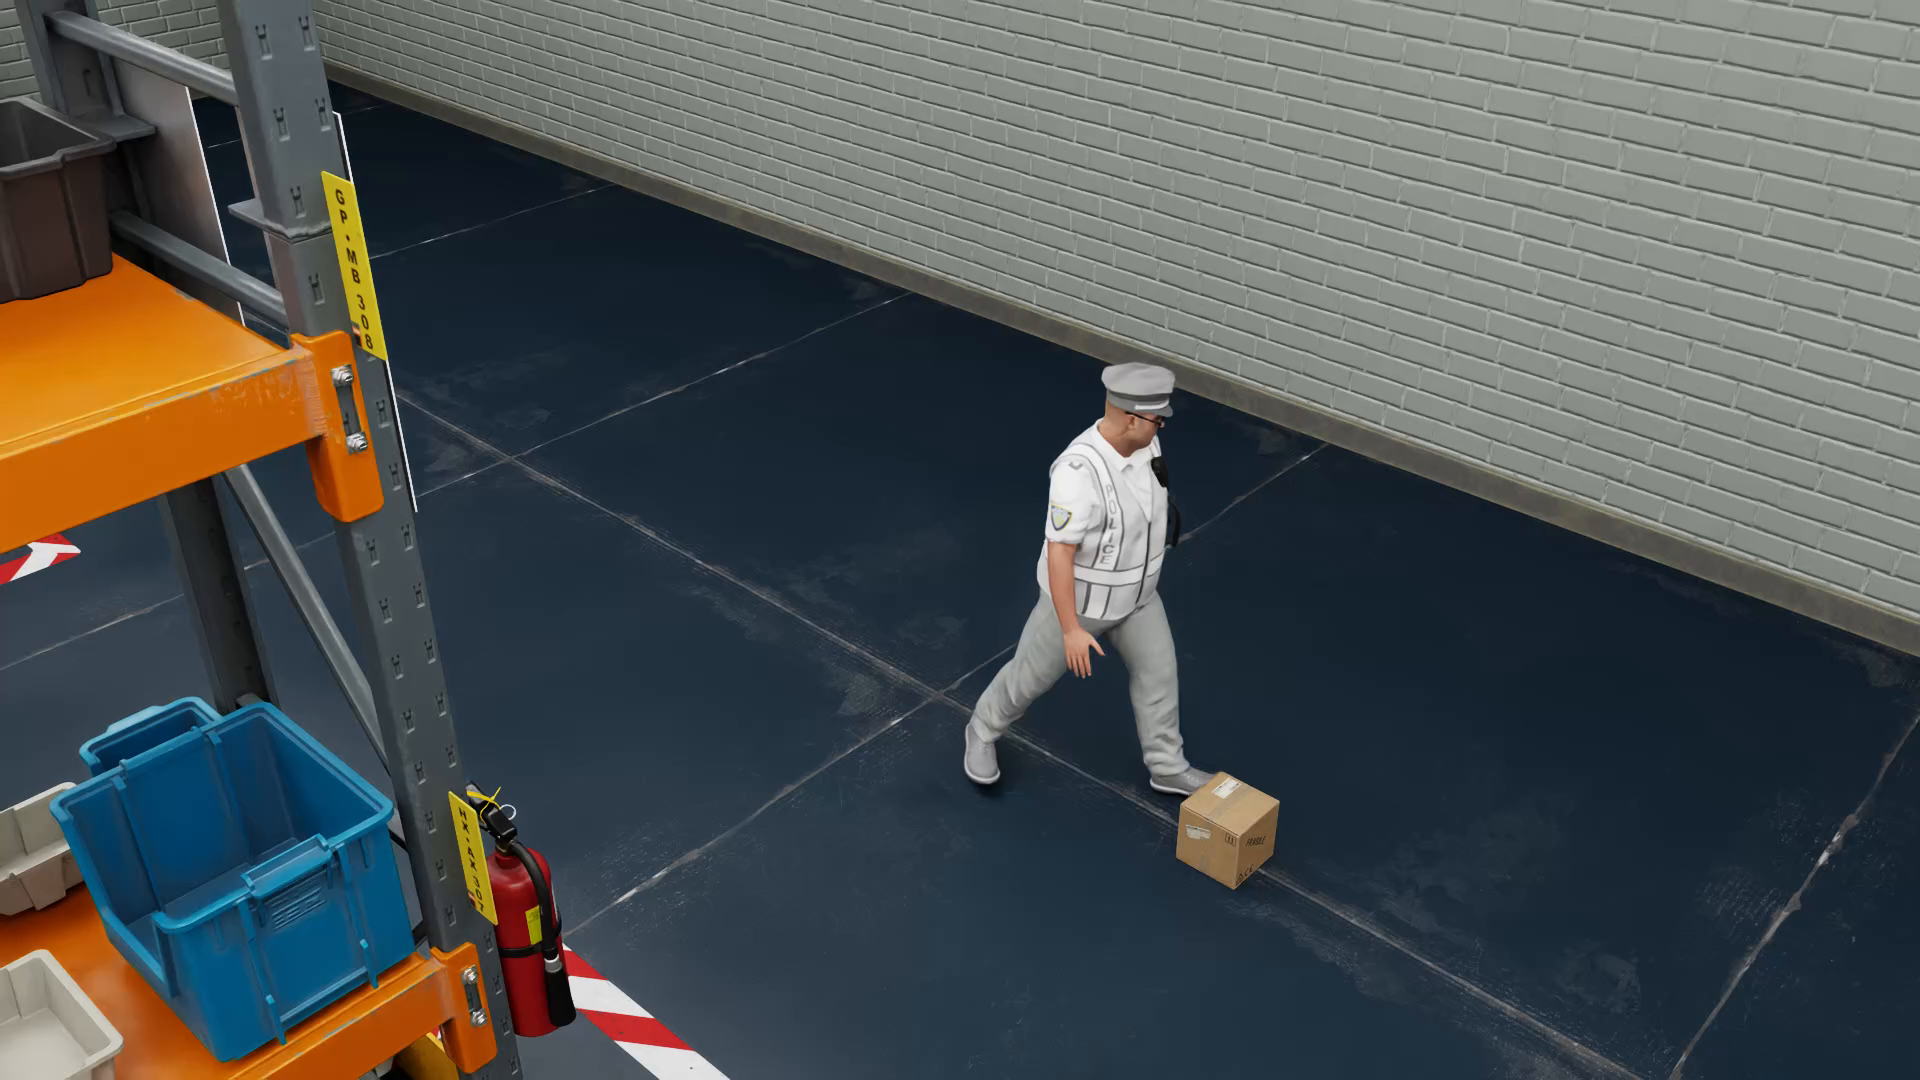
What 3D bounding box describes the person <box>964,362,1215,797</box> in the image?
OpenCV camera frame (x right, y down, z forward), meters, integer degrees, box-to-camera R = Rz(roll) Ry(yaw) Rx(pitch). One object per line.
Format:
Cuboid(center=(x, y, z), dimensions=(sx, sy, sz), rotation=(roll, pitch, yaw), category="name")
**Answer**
Cuboid(center=(0.471, 0.186, 5.831), dimensions=(0.683, 1.708, 0.942), rotation=(-25, 39, -35), category="person")
